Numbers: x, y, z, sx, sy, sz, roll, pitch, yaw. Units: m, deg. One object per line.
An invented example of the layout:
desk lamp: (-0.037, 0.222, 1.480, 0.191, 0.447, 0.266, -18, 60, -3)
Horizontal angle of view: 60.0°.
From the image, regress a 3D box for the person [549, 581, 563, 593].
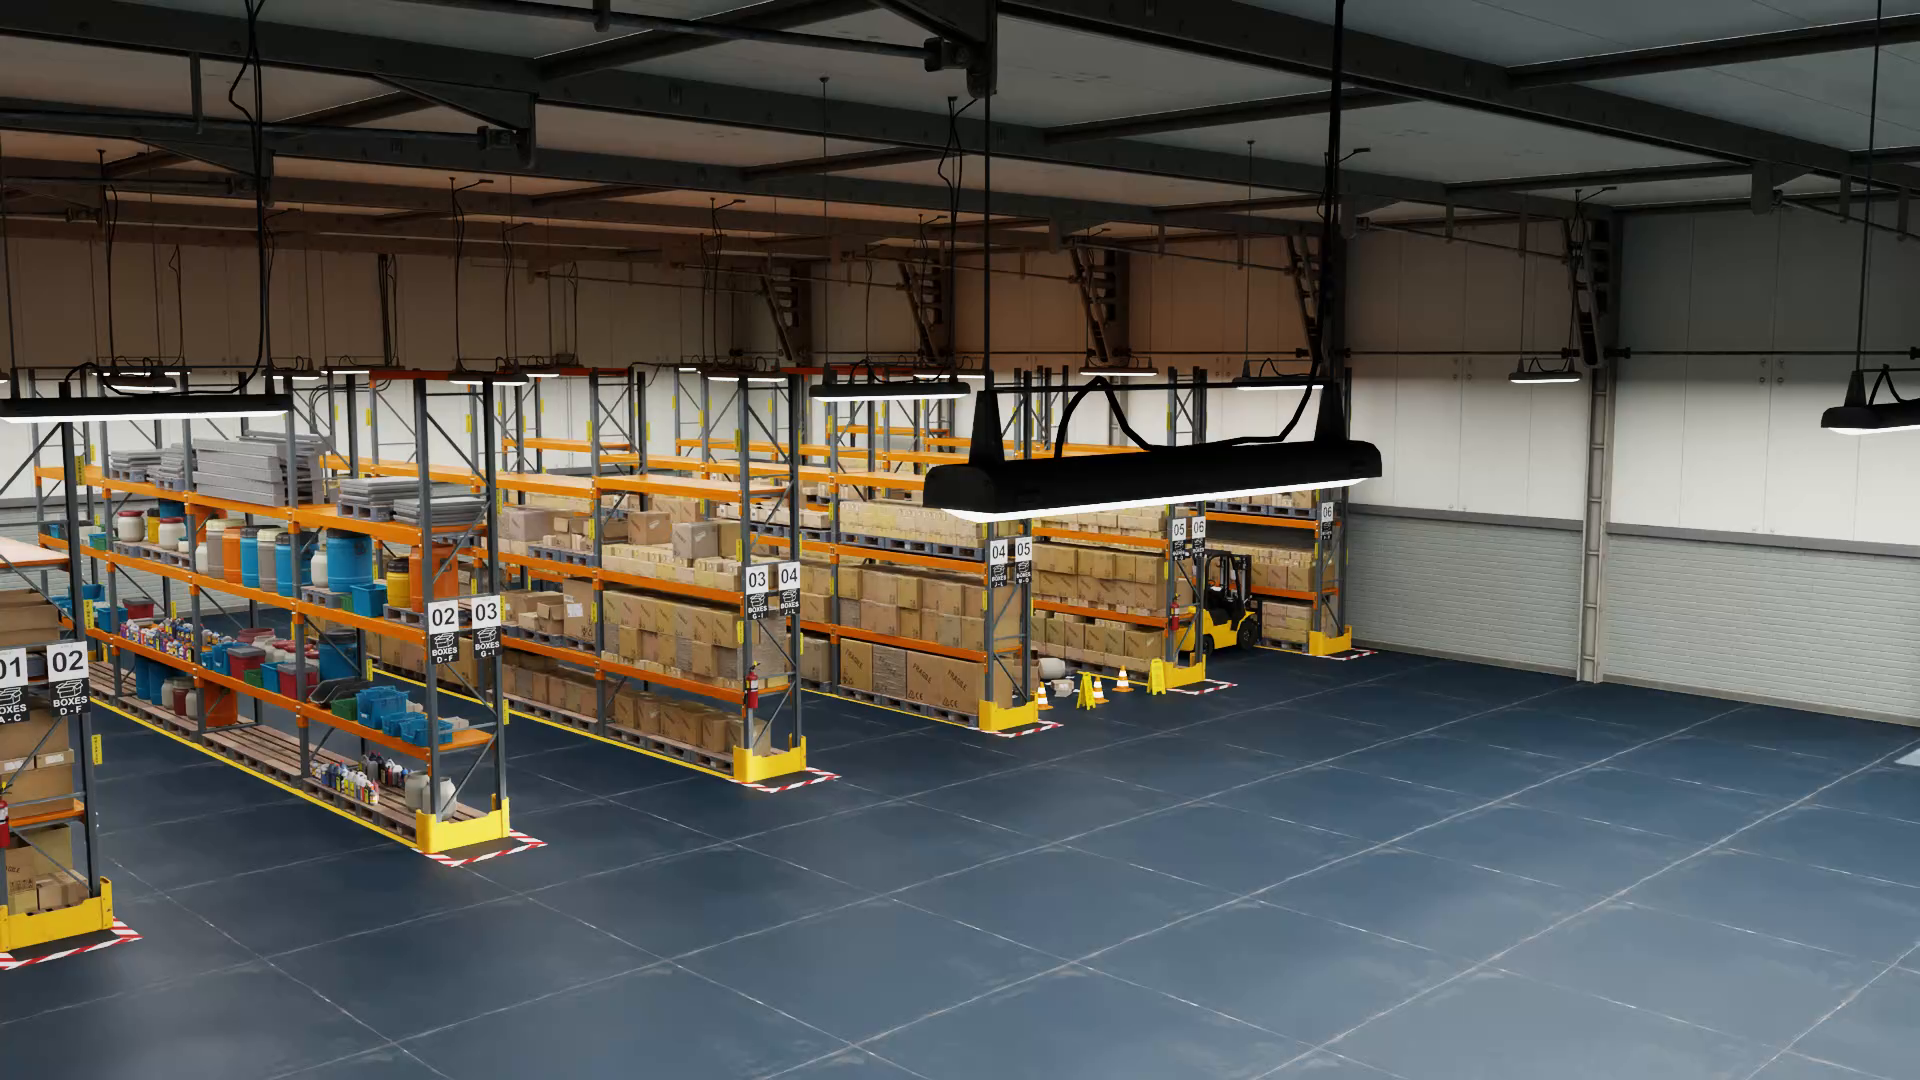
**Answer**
person: (-10.079, 0.870, 41.350, 0.578, 1.637, 0.957, 3, 7, 28)
